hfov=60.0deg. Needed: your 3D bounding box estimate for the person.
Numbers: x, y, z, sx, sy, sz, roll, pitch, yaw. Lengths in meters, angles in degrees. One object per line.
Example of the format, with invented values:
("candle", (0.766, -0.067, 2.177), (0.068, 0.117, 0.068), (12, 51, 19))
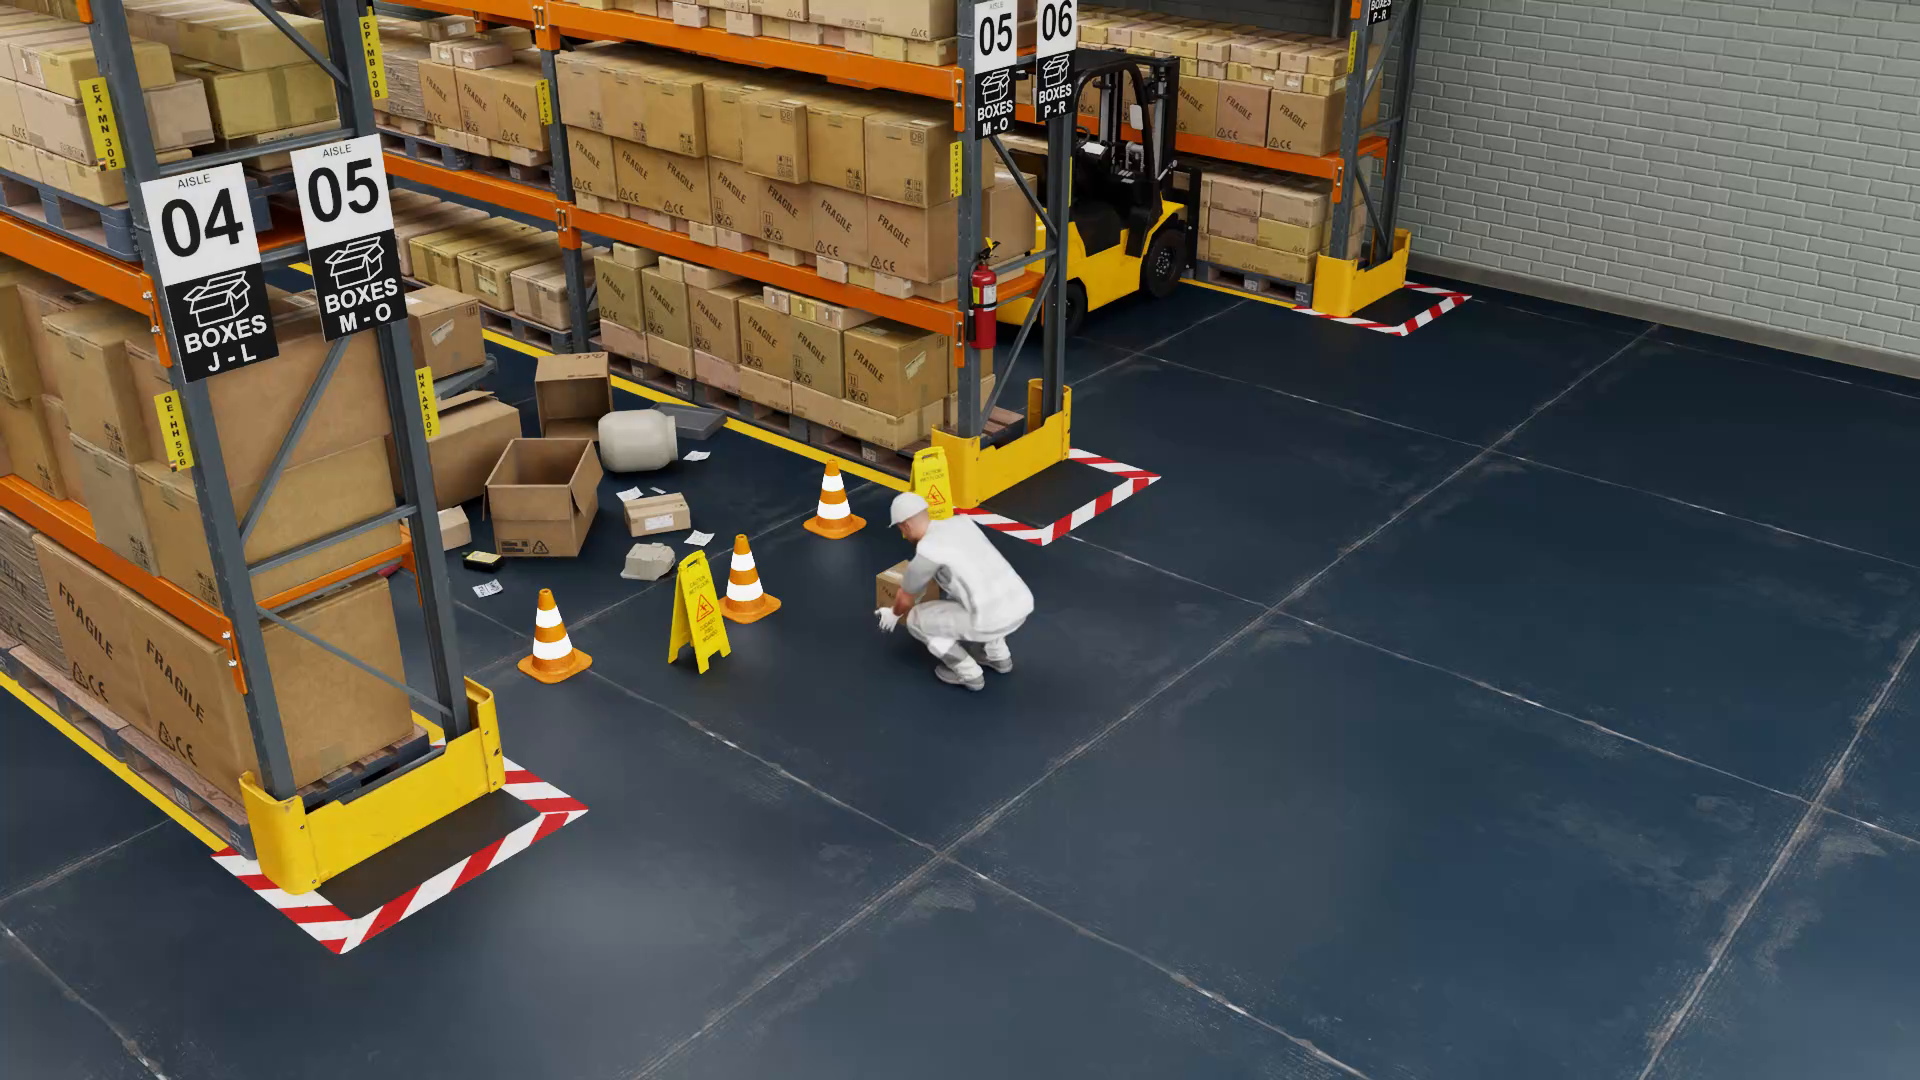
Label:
("person", (-0.040, 0.251, 8.984), (0.891, 0.995, 0.551), (20, 33, 34))
